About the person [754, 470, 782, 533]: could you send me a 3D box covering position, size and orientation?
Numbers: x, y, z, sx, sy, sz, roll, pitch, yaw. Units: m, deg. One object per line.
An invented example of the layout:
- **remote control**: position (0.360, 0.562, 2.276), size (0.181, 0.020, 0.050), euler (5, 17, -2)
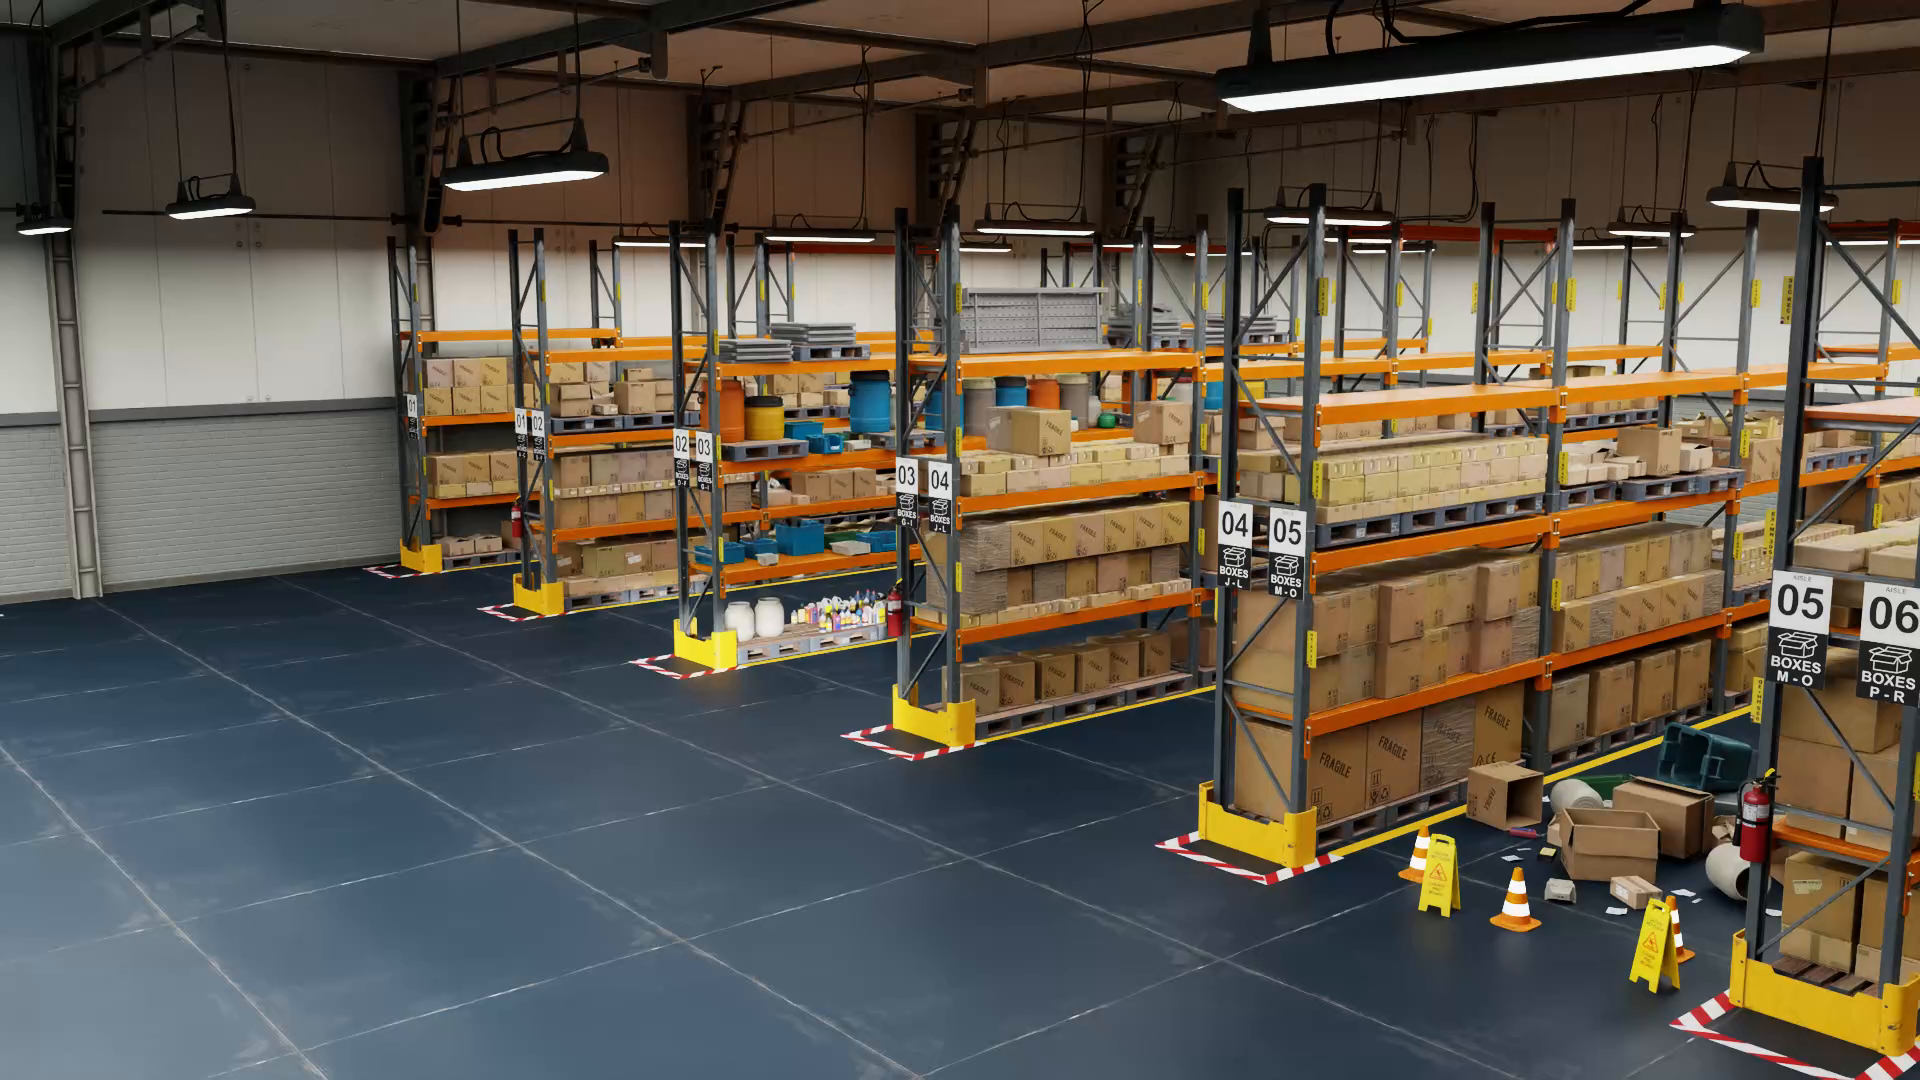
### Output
- **person**: position (-3.710, -0.591, 31.996), size (1.072, 1.713, 0.728), euler (-8, 12, -43)

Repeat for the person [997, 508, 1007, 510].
- **person**: position (0.719, 0.083, 27.691), size (0.365, 1.673, 0.518), euler (8, 12, 41)
